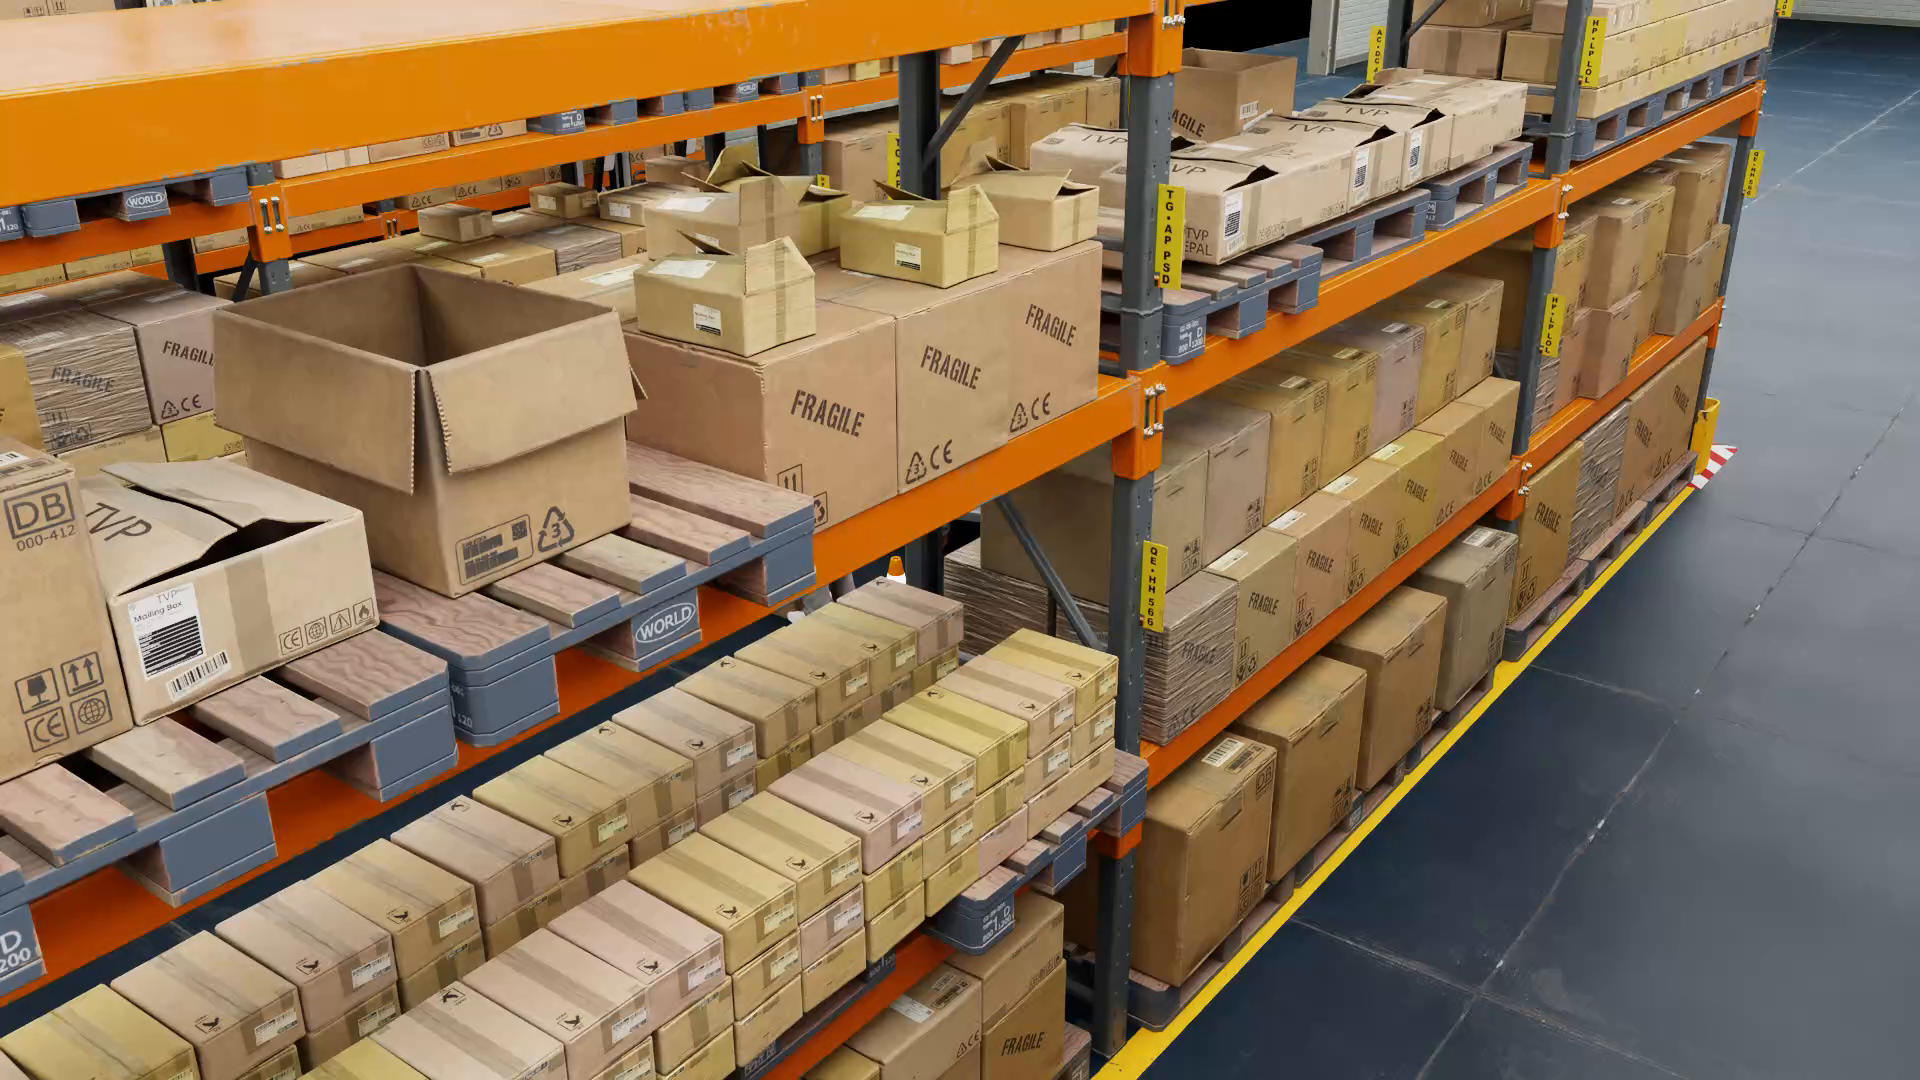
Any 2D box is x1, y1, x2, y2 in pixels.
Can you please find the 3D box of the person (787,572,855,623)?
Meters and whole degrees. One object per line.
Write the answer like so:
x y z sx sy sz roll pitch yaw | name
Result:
-0.822 -0.285 9.754 0.360 1.672 0.484 17 29 33 | person
